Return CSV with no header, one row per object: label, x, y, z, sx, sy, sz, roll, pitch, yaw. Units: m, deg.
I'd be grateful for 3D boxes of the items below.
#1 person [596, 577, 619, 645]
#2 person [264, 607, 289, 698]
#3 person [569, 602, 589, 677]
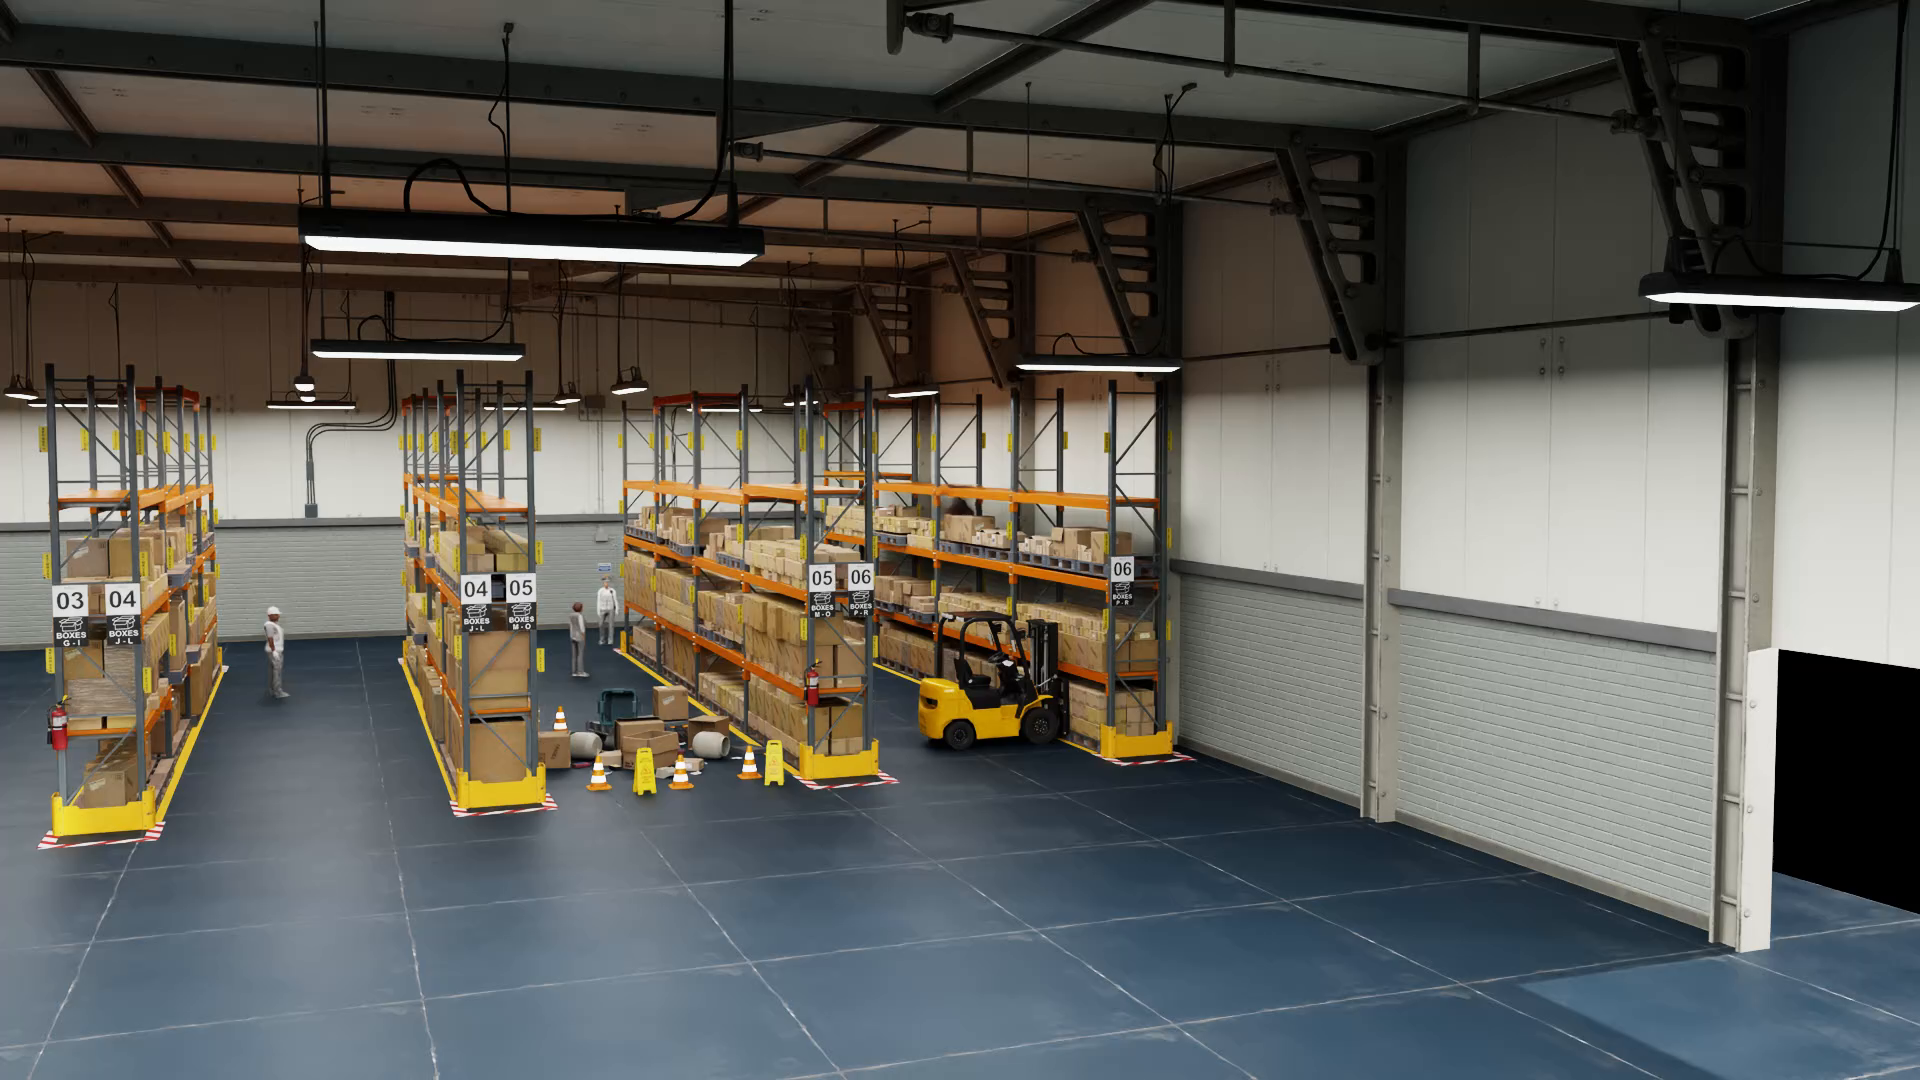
person,-8.756,1.771,41.275,0.562,1.724,0.359,0,3,2
person,-13.429,2.196,32.652,0.438,1.781,0.644,-2,4,-28
person,-8.145,2.118,35.504,0.472,1.600,0.333,3,4,38
